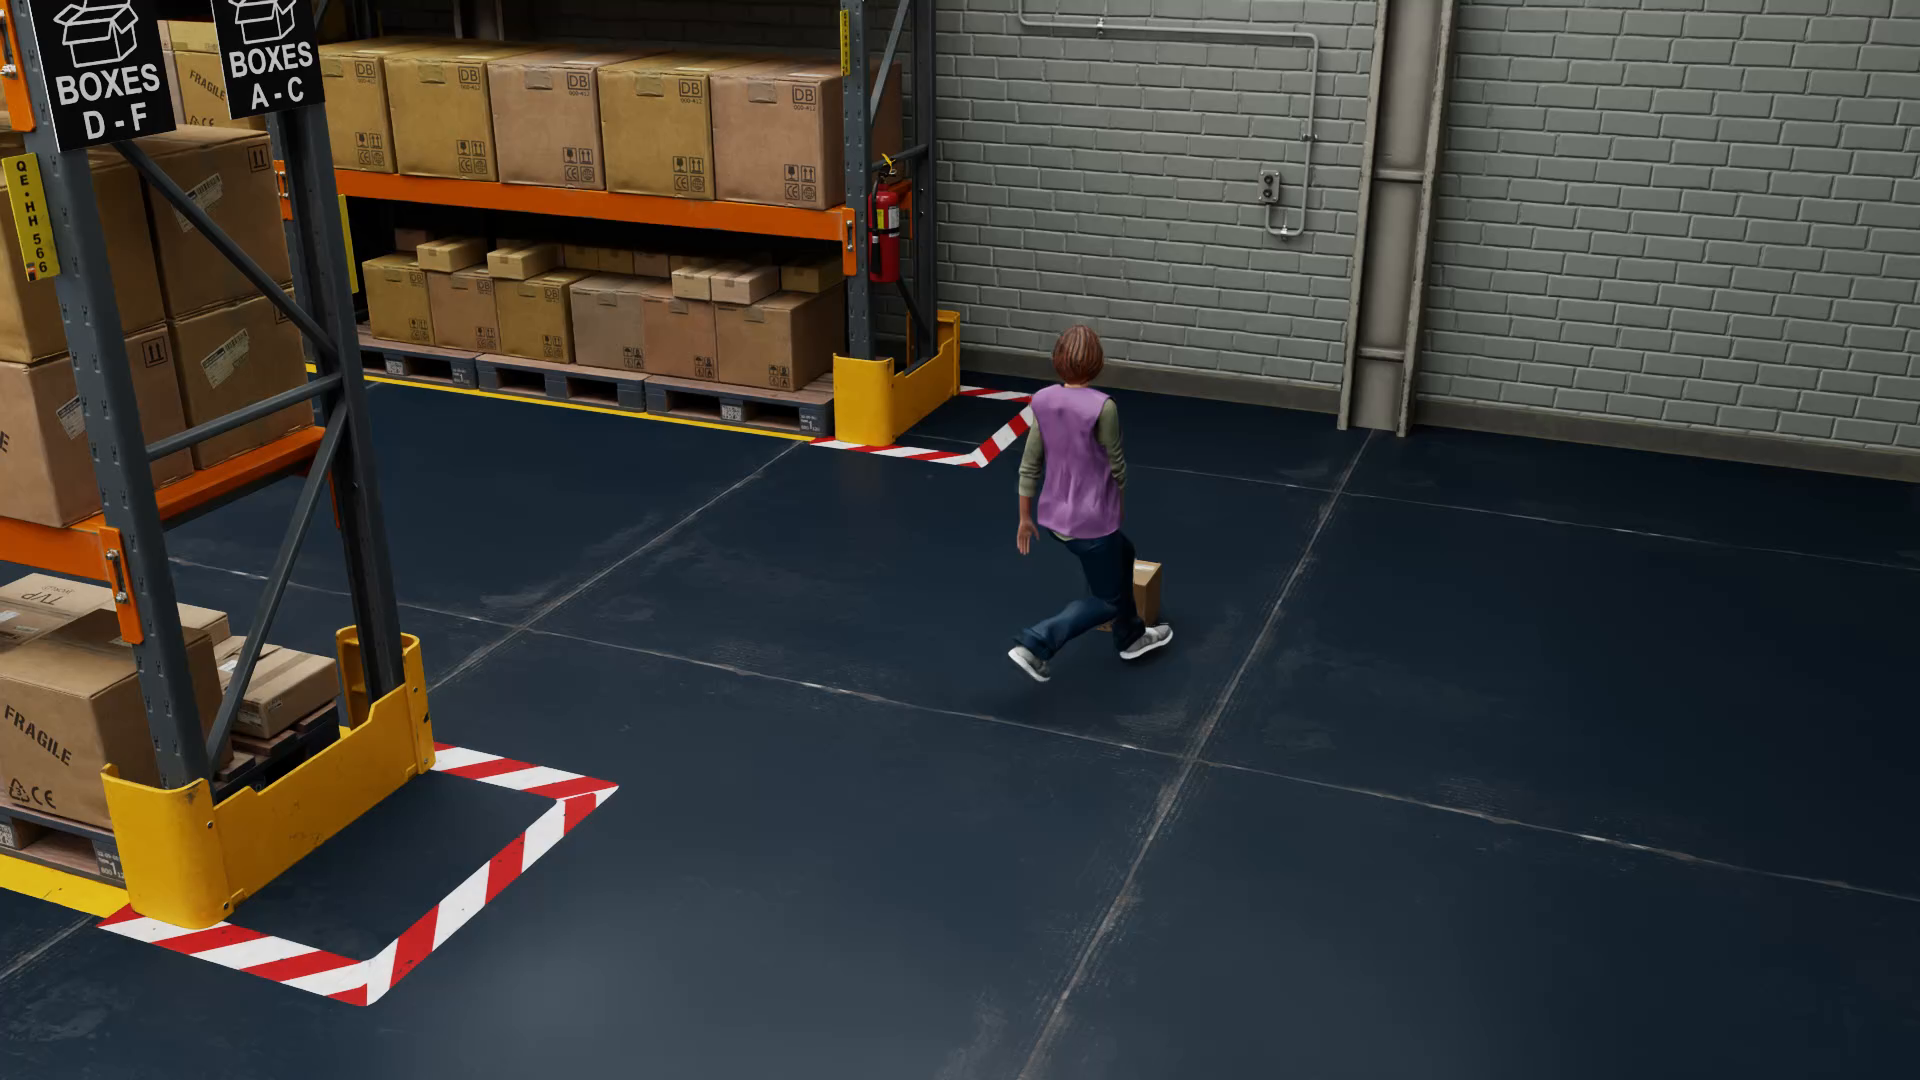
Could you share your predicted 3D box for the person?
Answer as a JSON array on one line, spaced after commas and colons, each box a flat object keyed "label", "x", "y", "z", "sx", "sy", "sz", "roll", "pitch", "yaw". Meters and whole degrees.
[{"label": "person", "x": 0.600, "y": -0.189, "z": 6.583, "sx": 0.473, "sy": 1.564, "sz": 0.621, "roll": 18, "pitch": 29, "yaw": 36}]
